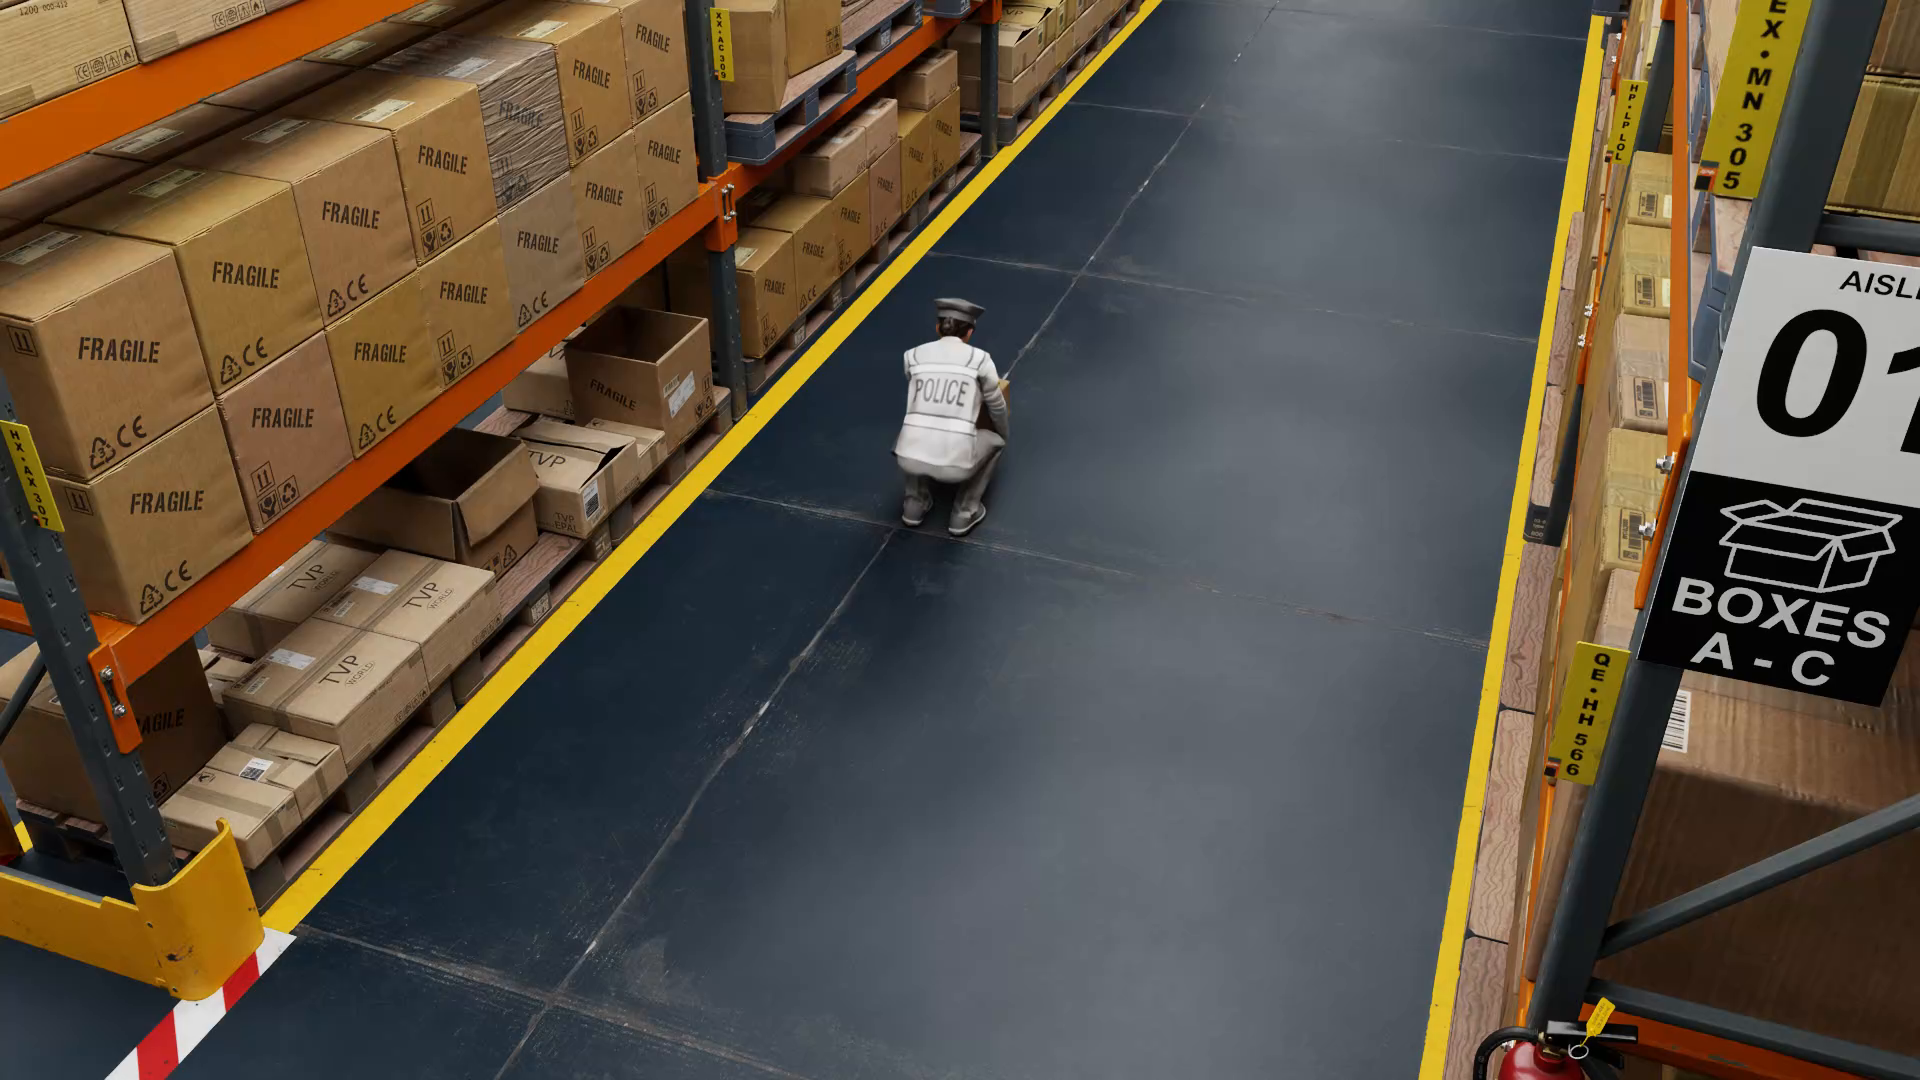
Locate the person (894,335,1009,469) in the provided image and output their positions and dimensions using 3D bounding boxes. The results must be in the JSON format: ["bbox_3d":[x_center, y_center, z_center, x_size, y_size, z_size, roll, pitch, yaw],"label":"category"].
[{"bbox_3d":[-0.070,-0.610,7.589,0.443,0.577,0.744,11,35,16],"label":"person"}]
